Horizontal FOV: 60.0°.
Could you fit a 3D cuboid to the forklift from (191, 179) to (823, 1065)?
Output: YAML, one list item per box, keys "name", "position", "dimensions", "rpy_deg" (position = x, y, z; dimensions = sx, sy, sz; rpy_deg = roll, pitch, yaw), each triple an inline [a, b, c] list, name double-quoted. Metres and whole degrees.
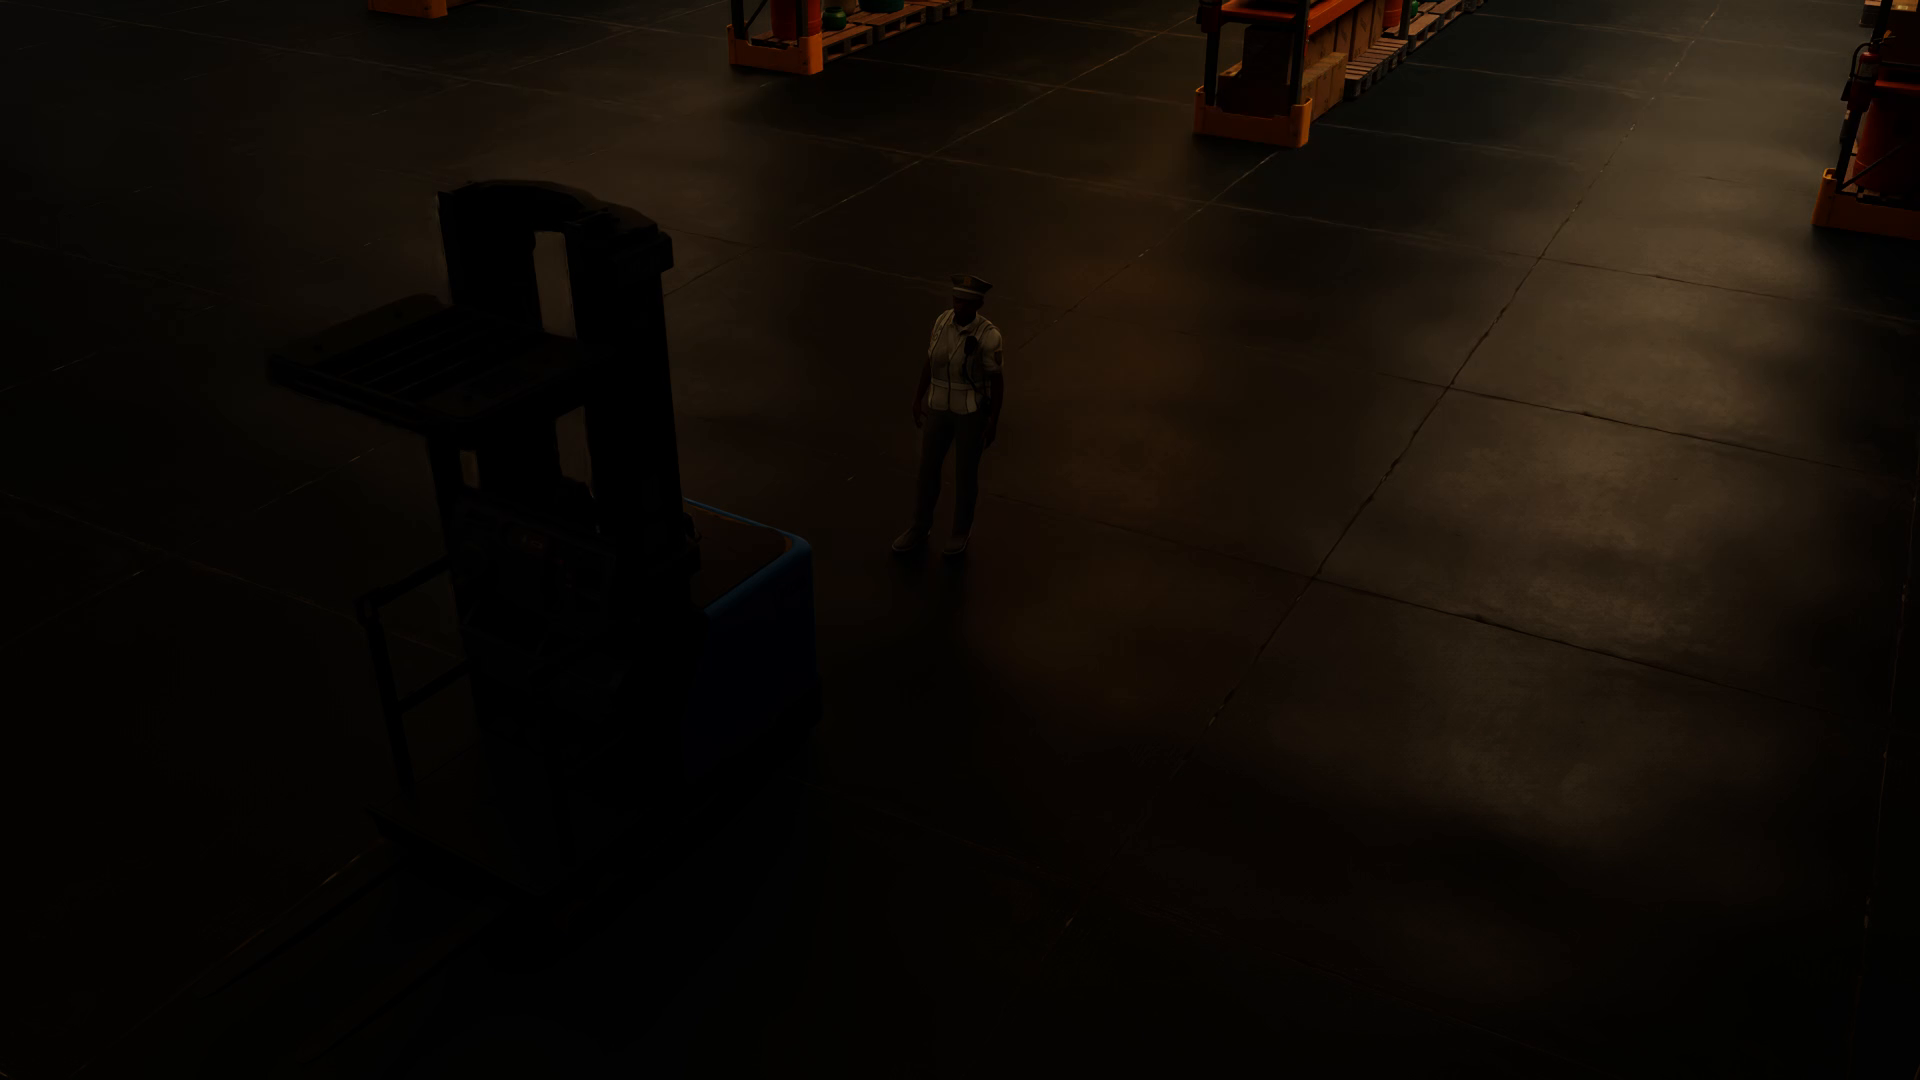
- name: "forklift"
  position: [-1.905, 0.148, 6.814]
  dimensions: [1.130, 2.935, 3.031]
  rpy_deg: [18, 34, 28]

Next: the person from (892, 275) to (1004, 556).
- name: "person"
  position: [-0.053, -0.712, 9.527]
  dimensions: [0.570, 1.697, 0.528]
  rpy_deg: [15, 33, 25]
